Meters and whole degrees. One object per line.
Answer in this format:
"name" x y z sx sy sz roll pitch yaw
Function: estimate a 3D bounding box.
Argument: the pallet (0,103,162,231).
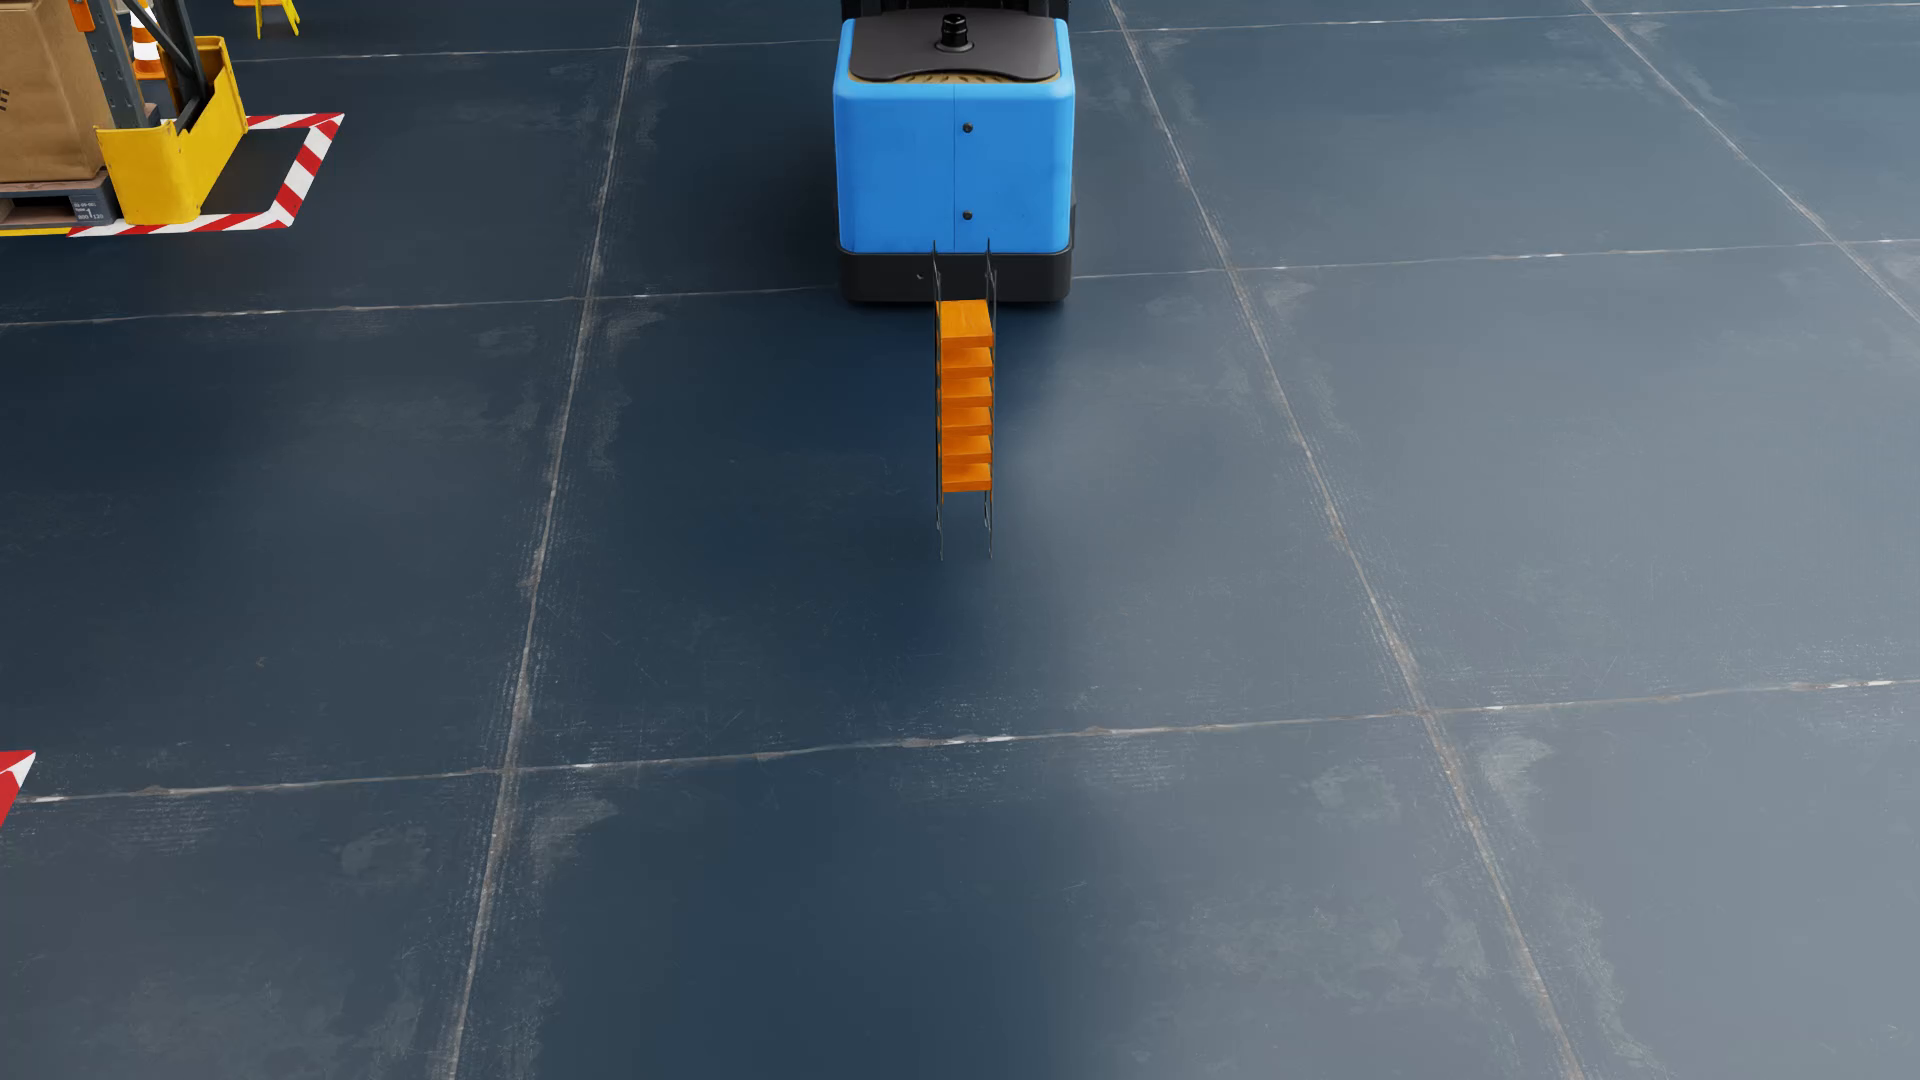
"pallet" -4.832 -1.909 8.499 1.213 0.211 1.003 -3 38 -4

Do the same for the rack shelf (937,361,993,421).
"rack shelf" 0.014 -0.531 5.833 0.180 0.103 0.258 -3 38 -4

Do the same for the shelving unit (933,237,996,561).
"shelving unit" 0.014 -0.472 5.879 0.189 1.200 0.258 -3 38 -4

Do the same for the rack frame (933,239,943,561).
"rack frame" -0.077 -0.467 5.873 0.006 1.200 0.240 -3 38 -4

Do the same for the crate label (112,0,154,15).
"crate label" -5.237 -3.453 10.516 0.298 0.136 0.250 -24 44 -27

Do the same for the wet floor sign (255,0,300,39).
"wet floor sign" -4.189 -3.395 10.032 0.232 0.644 0.267 -9 39 -12

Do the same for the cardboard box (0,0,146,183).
"cardboard box" -4.713 -2.349 8.181 0.875 0.875 0.875 -3 38 -4

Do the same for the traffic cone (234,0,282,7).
"traffic cone" -4.459 -3.663 10.519 0.334 0.463 0.336 -3 38 -4

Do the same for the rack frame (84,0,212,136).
"rack frame" -4.043 -3.096 7.752 0.127 3.000 1.000 -3 38 -4

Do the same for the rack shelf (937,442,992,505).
"rack shelf" 0.014 -0.249 6.056 0.180 0.103 0.258 -3 38 -4

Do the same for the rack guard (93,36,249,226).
"rack guard" -4.019 -2.116 8.528 0.348 0.500 1.175 -3 38 -4

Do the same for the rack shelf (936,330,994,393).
"rack shelf" 0.014 -0.625 5.758 0.180 0.103 0.258 -3 38 -4

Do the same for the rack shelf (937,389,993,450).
"rack shelf" 0.014 -0.437 5.907 0.180 0.103 0.258 -3 38 -4

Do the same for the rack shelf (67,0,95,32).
"rack shelf" -6.035 -2.704 7.836 4.000 0.370 1.077 -3 38 -4

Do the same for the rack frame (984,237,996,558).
"rack frame" 0.106 -0.477 5.886 0.006 1.200 0.240 -3 38 -4

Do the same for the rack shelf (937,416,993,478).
"rack shelf" 0.014 -0.343 5.981 0.180 0.103 0.258 -3 38 -4

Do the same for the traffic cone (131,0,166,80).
"traffic cone" -4.698 -2.947 9.611 0.334 0.463 0.336 -3 38 -4

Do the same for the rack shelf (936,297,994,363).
"rack shelf" 0.014 -0.720 5.684 0.180 0.103 0.258 -3 38 -4

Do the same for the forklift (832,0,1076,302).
"forklift" -0.023 -3.105 7.819 1.130 2.935 3.031 0 38 0
